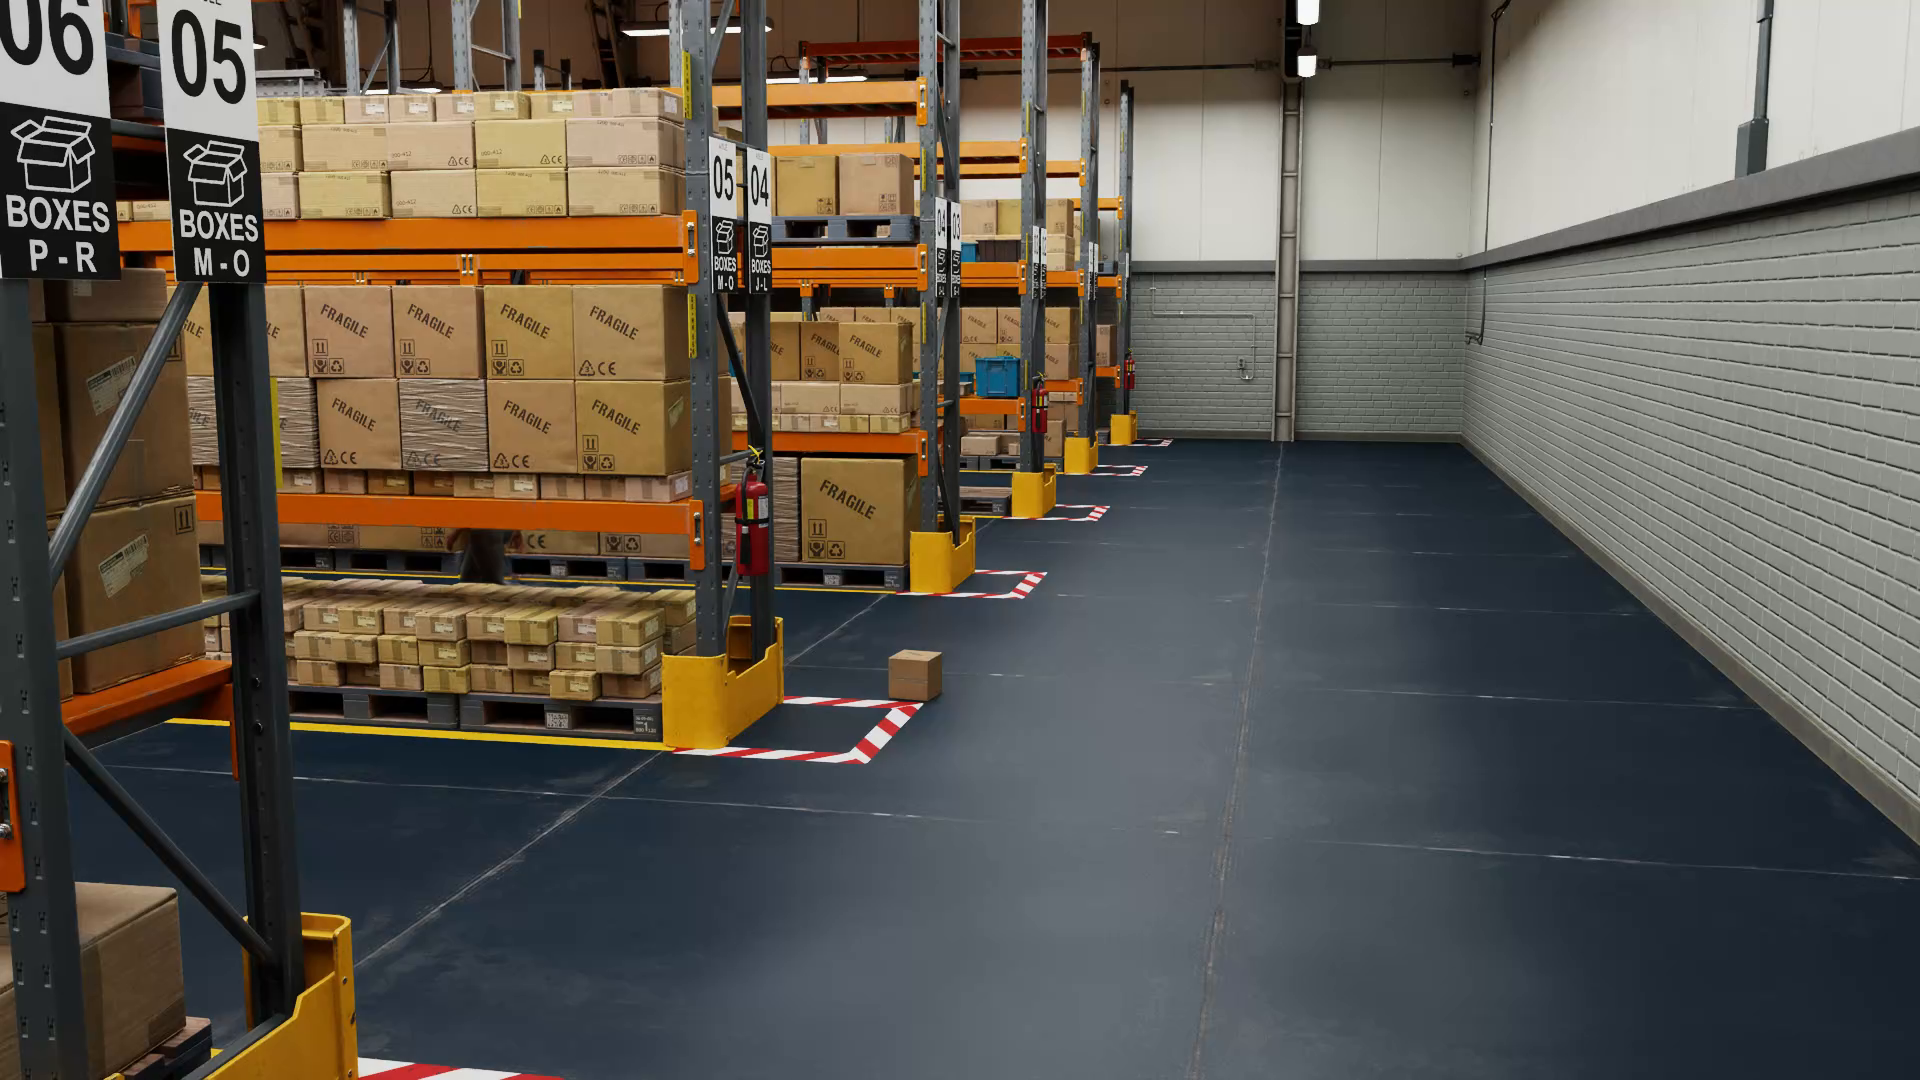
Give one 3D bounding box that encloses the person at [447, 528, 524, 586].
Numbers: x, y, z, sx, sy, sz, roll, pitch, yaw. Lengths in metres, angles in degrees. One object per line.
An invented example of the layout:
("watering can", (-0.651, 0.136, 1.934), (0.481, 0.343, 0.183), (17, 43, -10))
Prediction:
("person", (-3.205, -0.074, 11.336), (0.969, 1.603, 0.441), (2, 8, 11))
